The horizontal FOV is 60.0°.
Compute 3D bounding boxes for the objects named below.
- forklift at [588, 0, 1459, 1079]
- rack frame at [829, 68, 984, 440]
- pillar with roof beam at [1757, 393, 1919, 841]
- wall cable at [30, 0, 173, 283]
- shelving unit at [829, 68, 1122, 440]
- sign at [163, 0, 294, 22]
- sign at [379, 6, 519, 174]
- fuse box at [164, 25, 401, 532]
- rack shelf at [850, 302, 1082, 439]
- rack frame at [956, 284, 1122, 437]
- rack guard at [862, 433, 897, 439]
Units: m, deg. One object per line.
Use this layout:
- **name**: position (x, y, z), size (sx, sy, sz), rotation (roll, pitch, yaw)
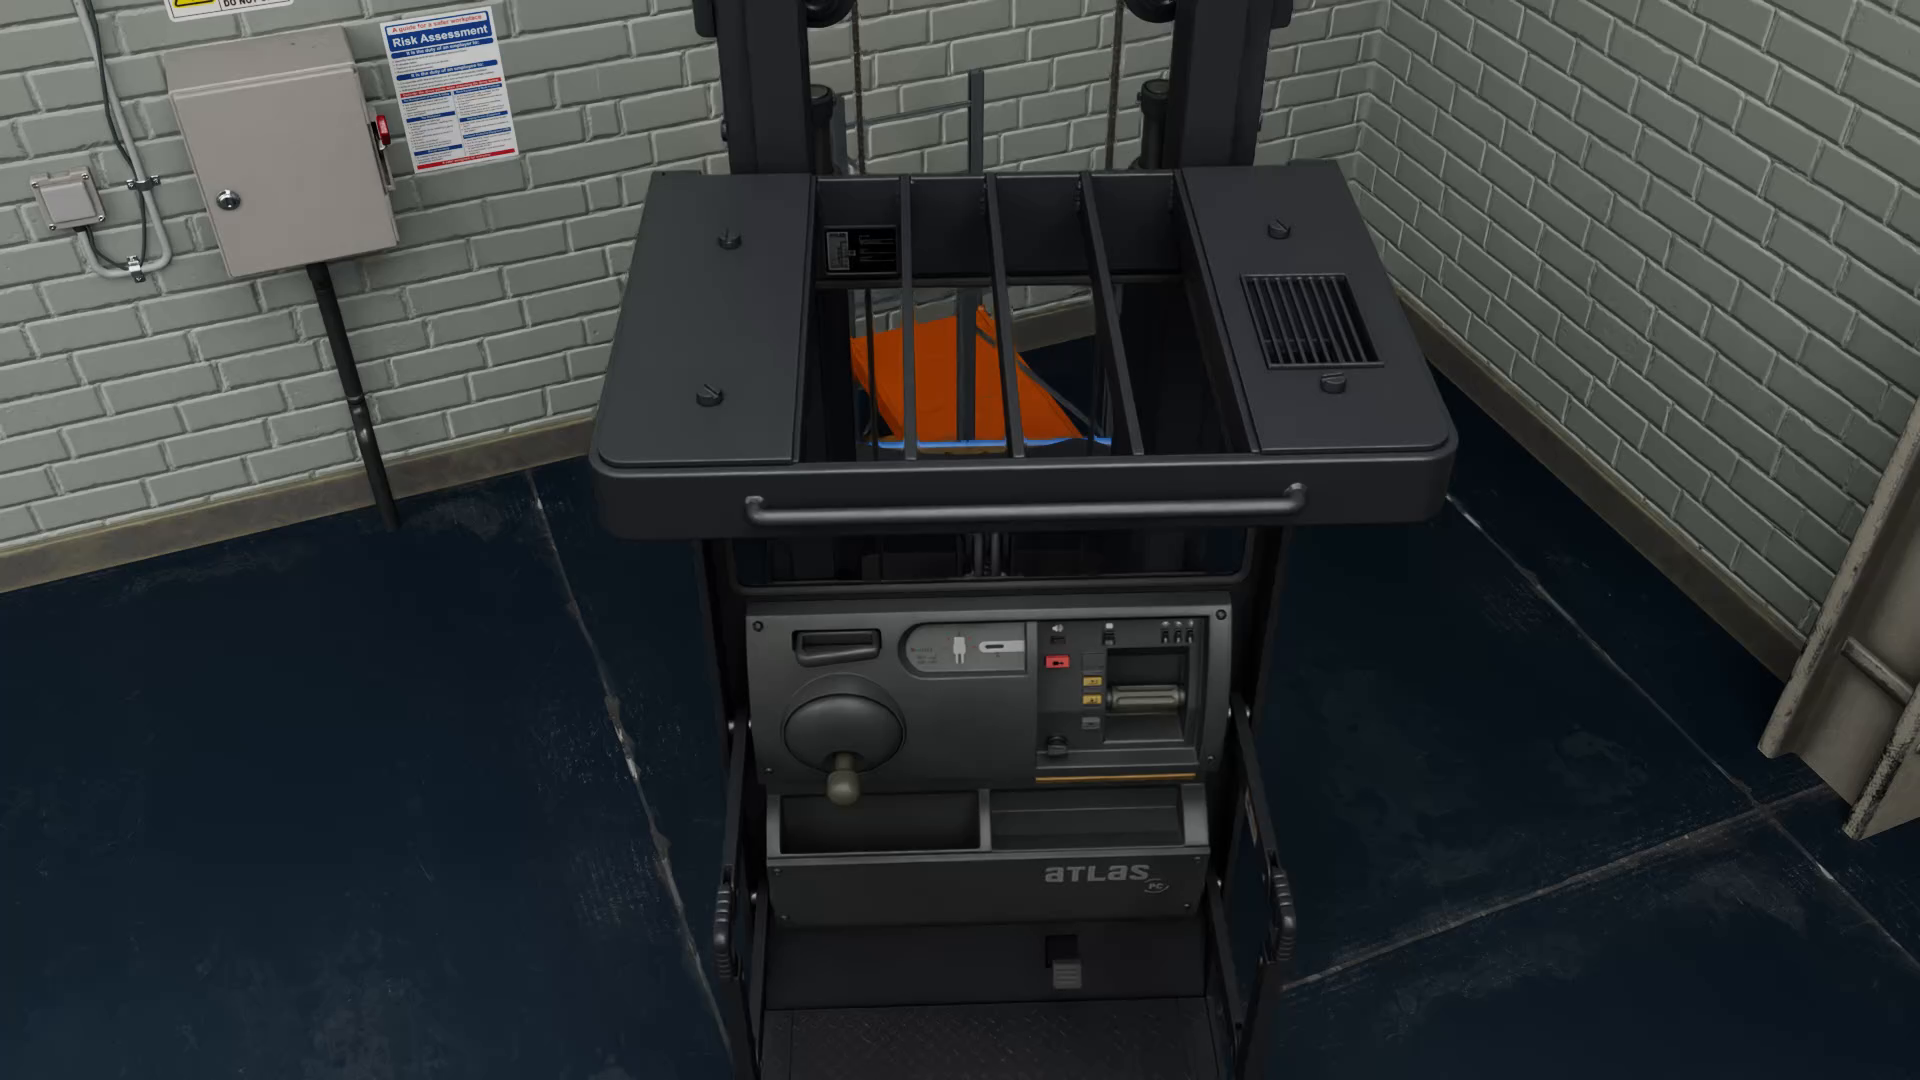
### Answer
- **forklift**: position (0.068, 0.387, 3.052), size (1.130, 2.935, 3.031), rotation (-1, 41, -2)
- **rack frame**: position (-0.162, -0.823, 5.557), size (0.500, 1.500, 0.032), rotation (-15, 43, -17)
- **pillar with roof beam**: position (-1.354, -1.635, 0.749), size (9.100, 9.000, 0.400), rotation (-15, 43, -17)
- **wall cable**: position (-2.636, -1.481, 4.393), size (0.588, 1.984, 0.122), rotation (-15, 43, -17)
- **shelving unit**: position (0.029, -0.523, 5.208), size (0.587, 1.500, 1.083), rotation (-15, 43, -17)
- **sign**: position (-2.075, -1.596, 4.672), size (0.339, 0.242, 0.001), rotation (-15, 43, -17)
- **sign**: position (-1.568, -1.384, 5.131), size (0.329, 0.494, 0.001), rotation (-15, 43, -17)
- **fuse box**: position (-1.945, -0.683, 5.232), size (0.539, 1.711, 0.414), rotation (-15, 43, -17)
- **rack shelf**: position (0.033, -0.381, 5.319), size (0.538, 0.185, 1.000), rotation (-15, 43, -17)
- **rack frame**: position (0.227, -0.211, 4.845), size (0.500, 1.500, 0.032), rotation (-15, 43, -17)
- **rack guard**: position (-0.161, -0.349, 5.964), size (0.587, 0.250, 0.087), rotation (-15, 43, -17)
